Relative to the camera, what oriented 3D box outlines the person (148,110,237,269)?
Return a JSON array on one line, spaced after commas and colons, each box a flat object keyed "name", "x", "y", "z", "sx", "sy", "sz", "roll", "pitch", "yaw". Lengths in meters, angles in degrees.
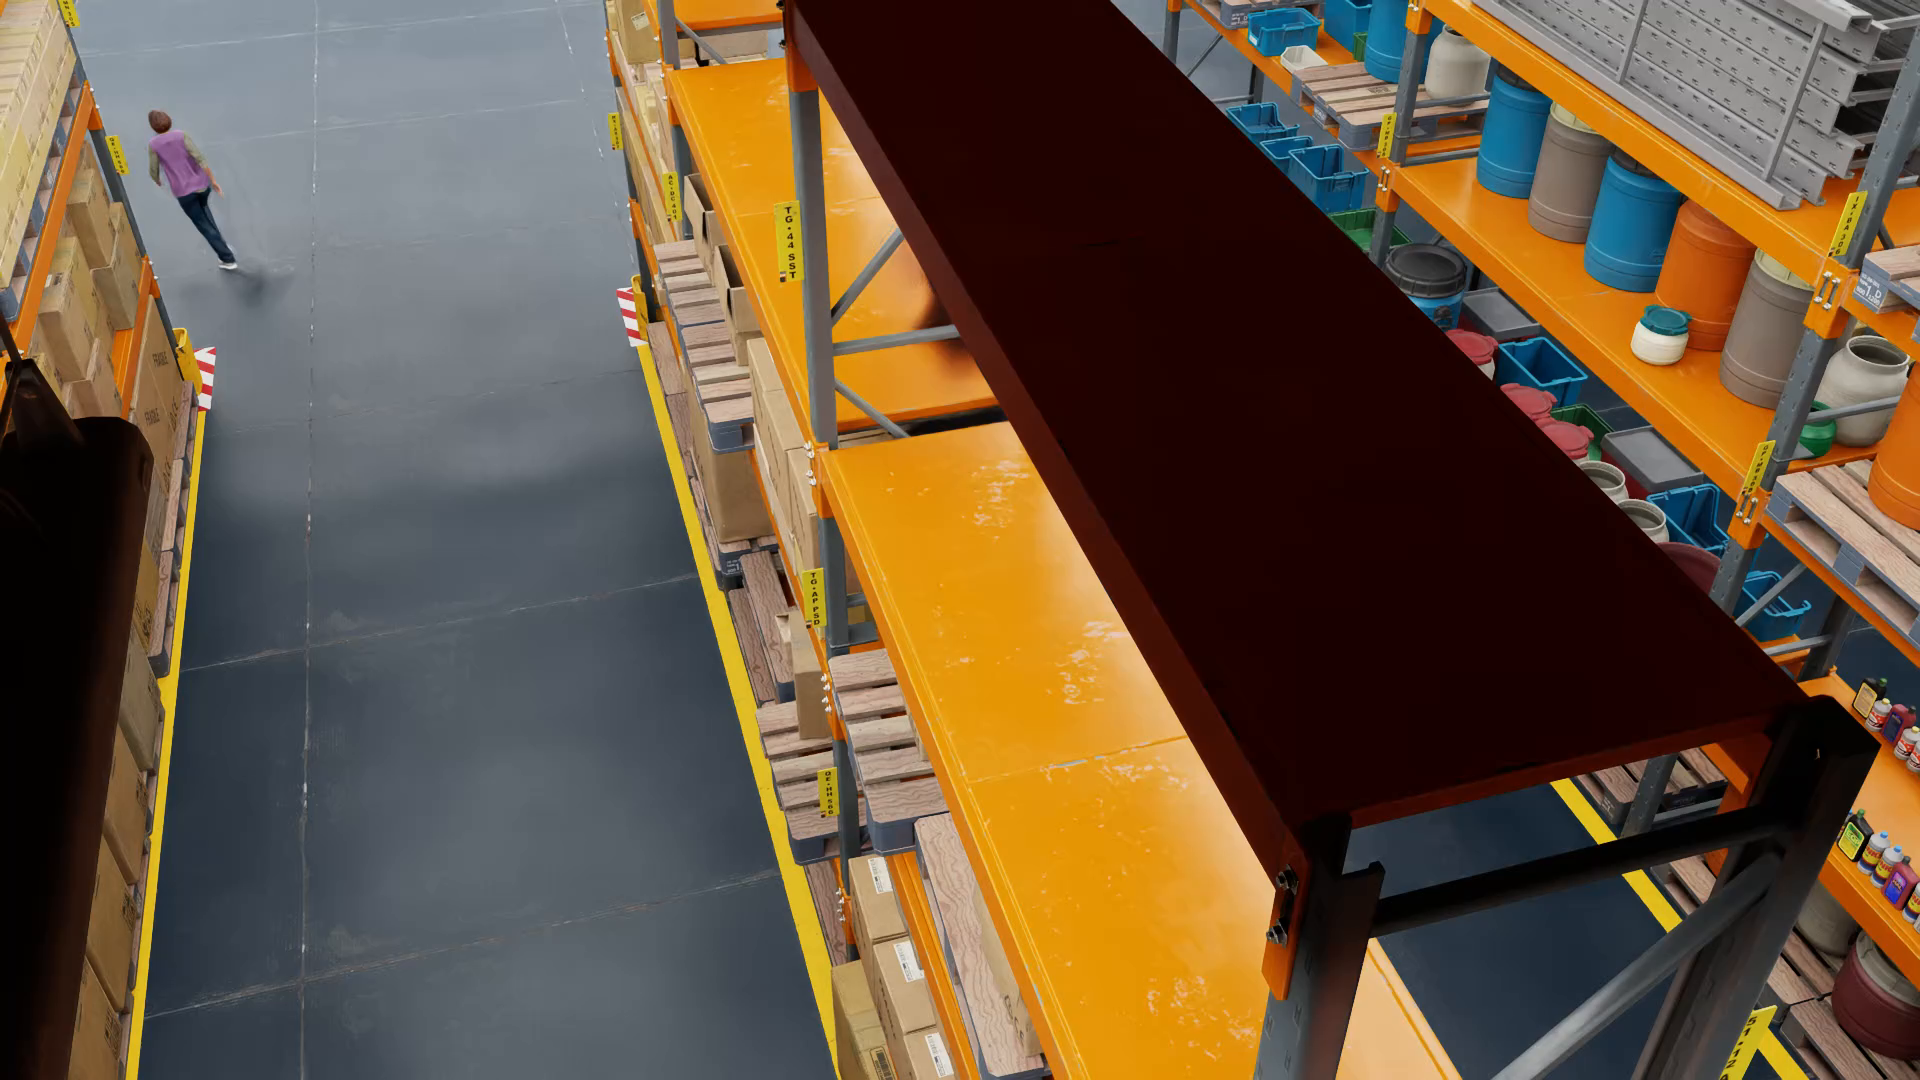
[{"name": "person", "x": -7.336, "y": -3.310, "z": 15.753, "sx": 0.456, "sy": 1.534, "sz": 0.753, "roll": -31, "pitch": 48, "yaw": -33}]
